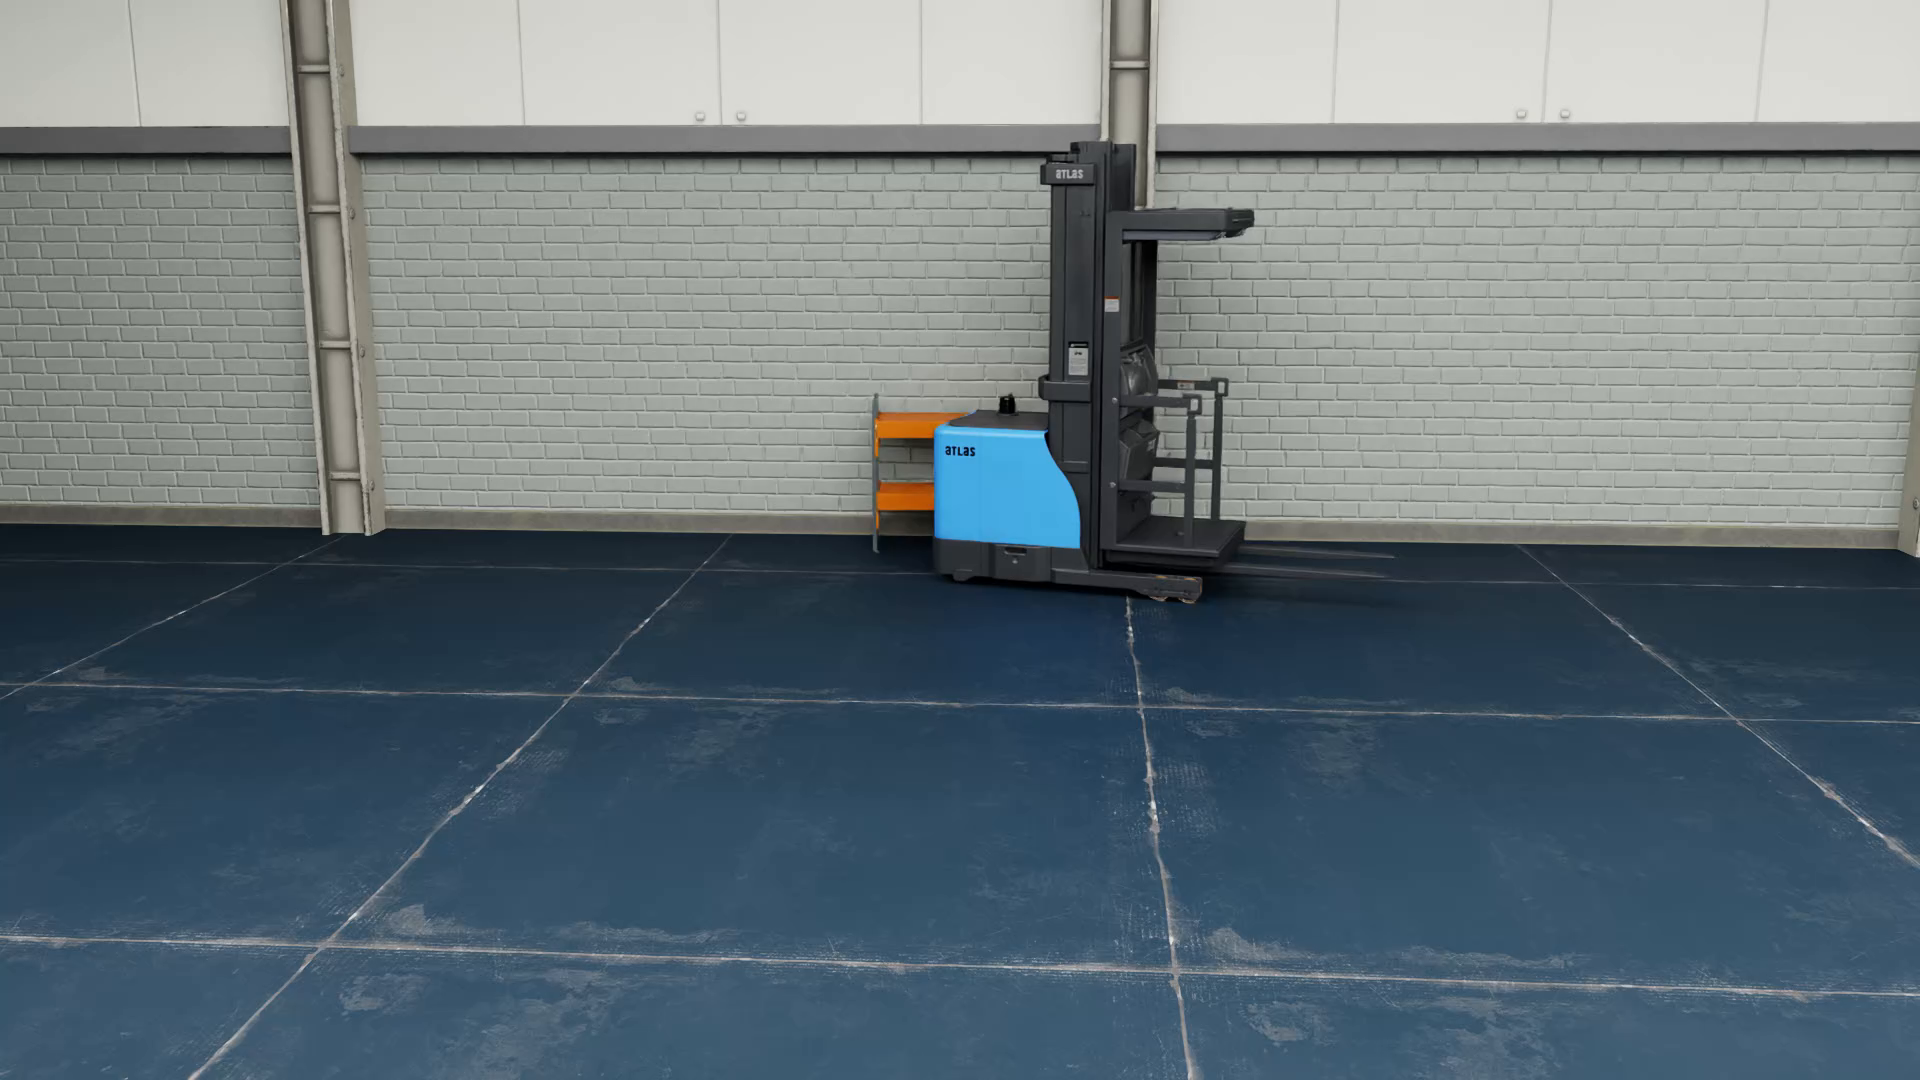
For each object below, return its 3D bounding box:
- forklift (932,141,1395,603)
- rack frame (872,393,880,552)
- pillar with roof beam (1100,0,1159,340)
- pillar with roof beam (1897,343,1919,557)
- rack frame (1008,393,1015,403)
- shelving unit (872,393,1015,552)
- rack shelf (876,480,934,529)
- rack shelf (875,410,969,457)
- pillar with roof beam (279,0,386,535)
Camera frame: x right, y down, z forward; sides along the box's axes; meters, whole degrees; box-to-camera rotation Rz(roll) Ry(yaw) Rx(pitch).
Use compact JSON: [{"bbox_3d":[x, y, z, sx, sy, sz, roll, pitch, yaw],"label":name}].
[{"bbox_3d":[1.382,-1.144,11.081,3.031,2.935,1.130,4,12,18],"label":"forklift"},{"bbox_3d":[-0.631,-0.510,12.461,0.032,1.125,0.500,0,12,-1],"label":"rack frame"},{"bbox_3d":[0.931,-3.513,7.583,0.400,9.000,9.100,1,12,4],"label":"pillar with roof beam"},{"bbox_3d":[6.918,-3.431,7.191,0.400,9.000,9.100,1,12,4],"label":"pillar with roof beam"},{"bbox_3d":[0.386,-0.513,12.472,0.032,1.125,0.500,0,12,-1],"label":"rack frame"},{"bbox_3d":[-0.122,-0.512,12.467,1.048,1.125,0.538,0,12,-1],"label":"shelving unit"},{"bbox_3d":[-0.122,-0.272,12.517,1.000,0.278,0.538,0,12,-1],"label":"rack shelf"},{"bbox_3d":[-0.122,-0.798,12.407,1.000,0.278,0.538,0,12,-1],"label":"rack shelf"},{"bbox_3d":[-5.056,-3.595,7.975,0.400,9.000,9.100,1,12,4],"label":"pillar with roof beam"}]
